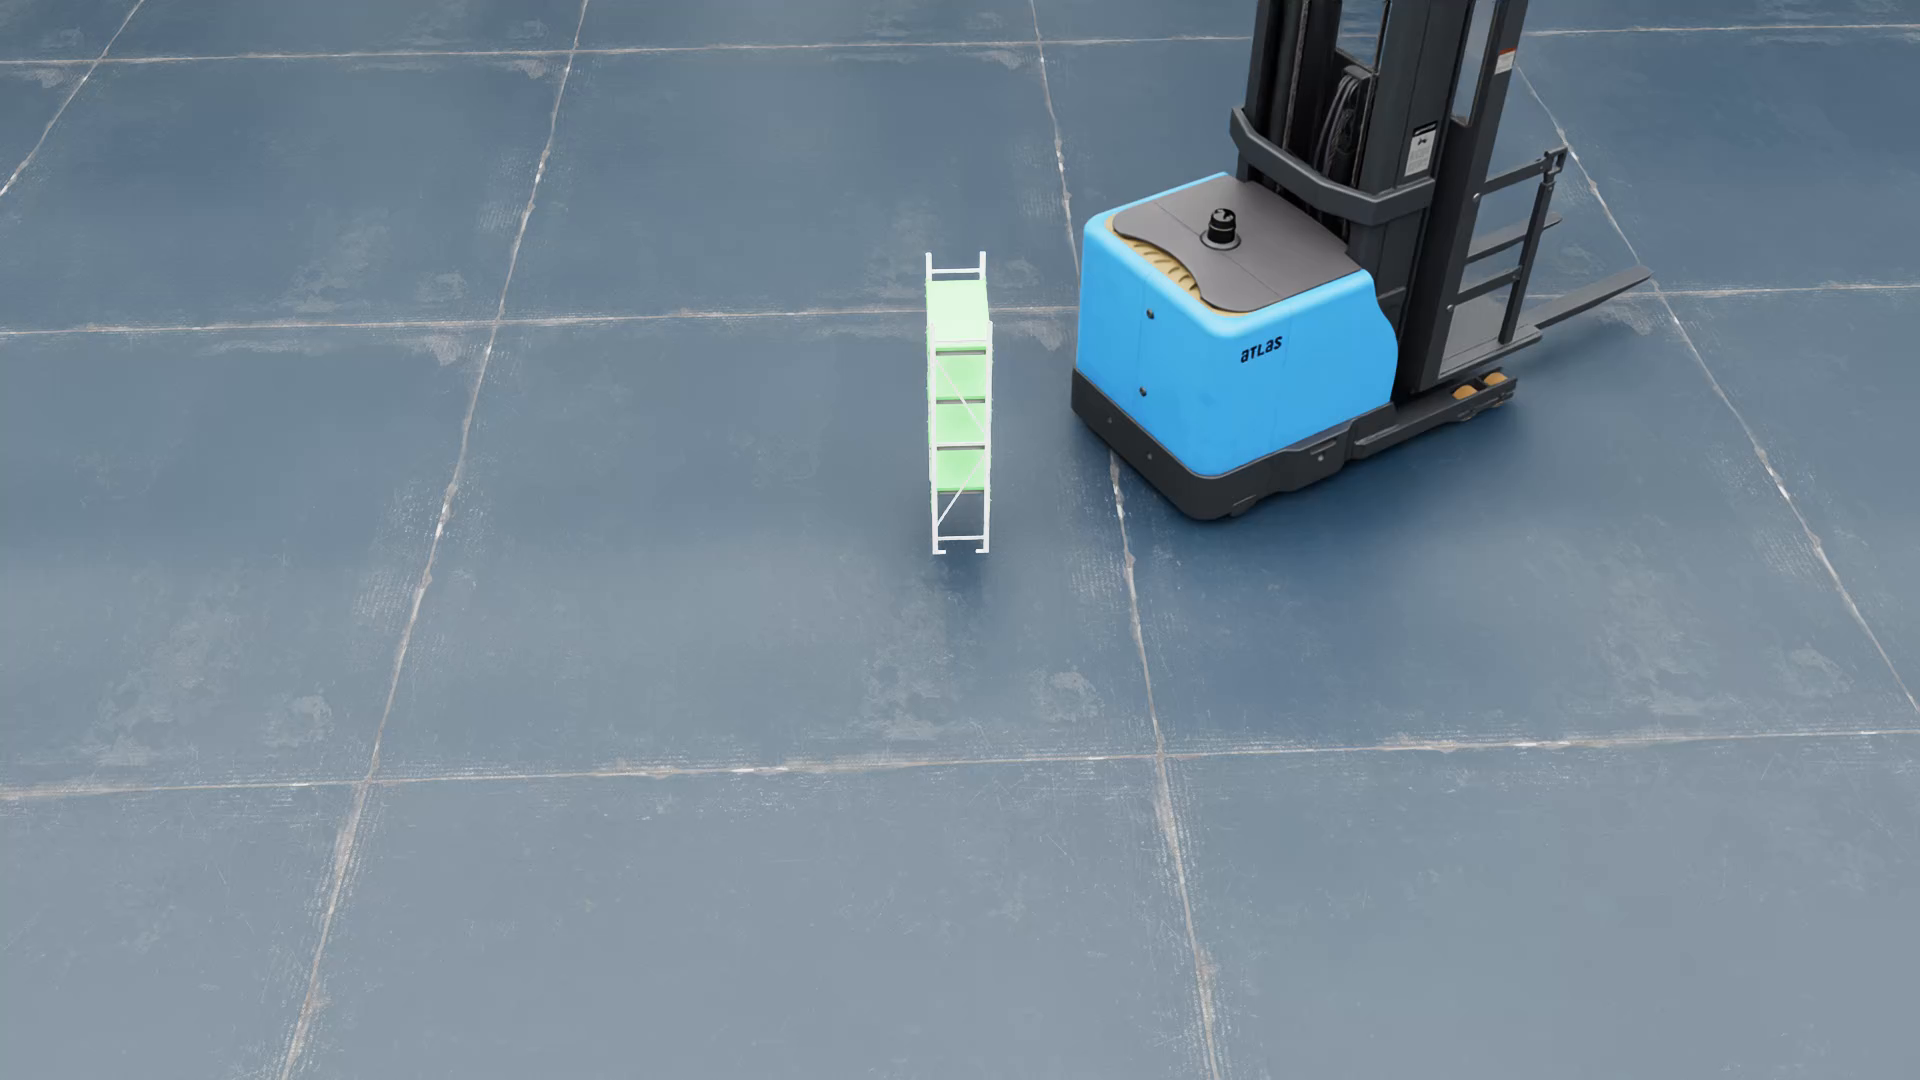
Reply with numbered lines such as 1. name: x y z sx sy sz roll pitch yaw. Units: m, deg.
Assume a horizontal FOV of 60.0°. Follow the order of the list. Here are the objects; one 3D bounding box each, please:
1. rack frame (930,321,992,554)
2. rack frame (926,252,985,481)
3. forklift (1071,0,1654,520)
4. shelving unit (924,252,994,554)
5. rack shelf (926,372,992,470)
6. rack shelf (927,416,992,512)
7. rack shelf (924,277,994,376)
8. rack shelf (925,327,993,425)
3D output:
1. rack frame: 0.003 -0.389 6.787 0.240 1.200 0.015 -2 43 -2
2. rack frame: -0.017 -0.719 7.146 0.240 1.200 0.015 -2 43 -2
3. forklift: 2.045 -1.926 7.182 3.031 2.935 1.130 -23 47 -23
4. shelving unit: -0.007 -0.554 6.966 0.258 1.200 0.503 -2 43 -2
5. rack shelf: -0.007 -0.507 7.010 0.258 0.148 0.480 -2 43 -2
6. rack shelf: -0.007 -0.330 7.172 0.258 0.148 0.480 -2 43 -2
7. rack shelf: -0.007 -0.861 6.685 0.258 0.148 0.480 -2 43 -2
8. rack shelf: -0.007 -0.684 6.848 0.258 0.148 0.480 -2 43 -2
